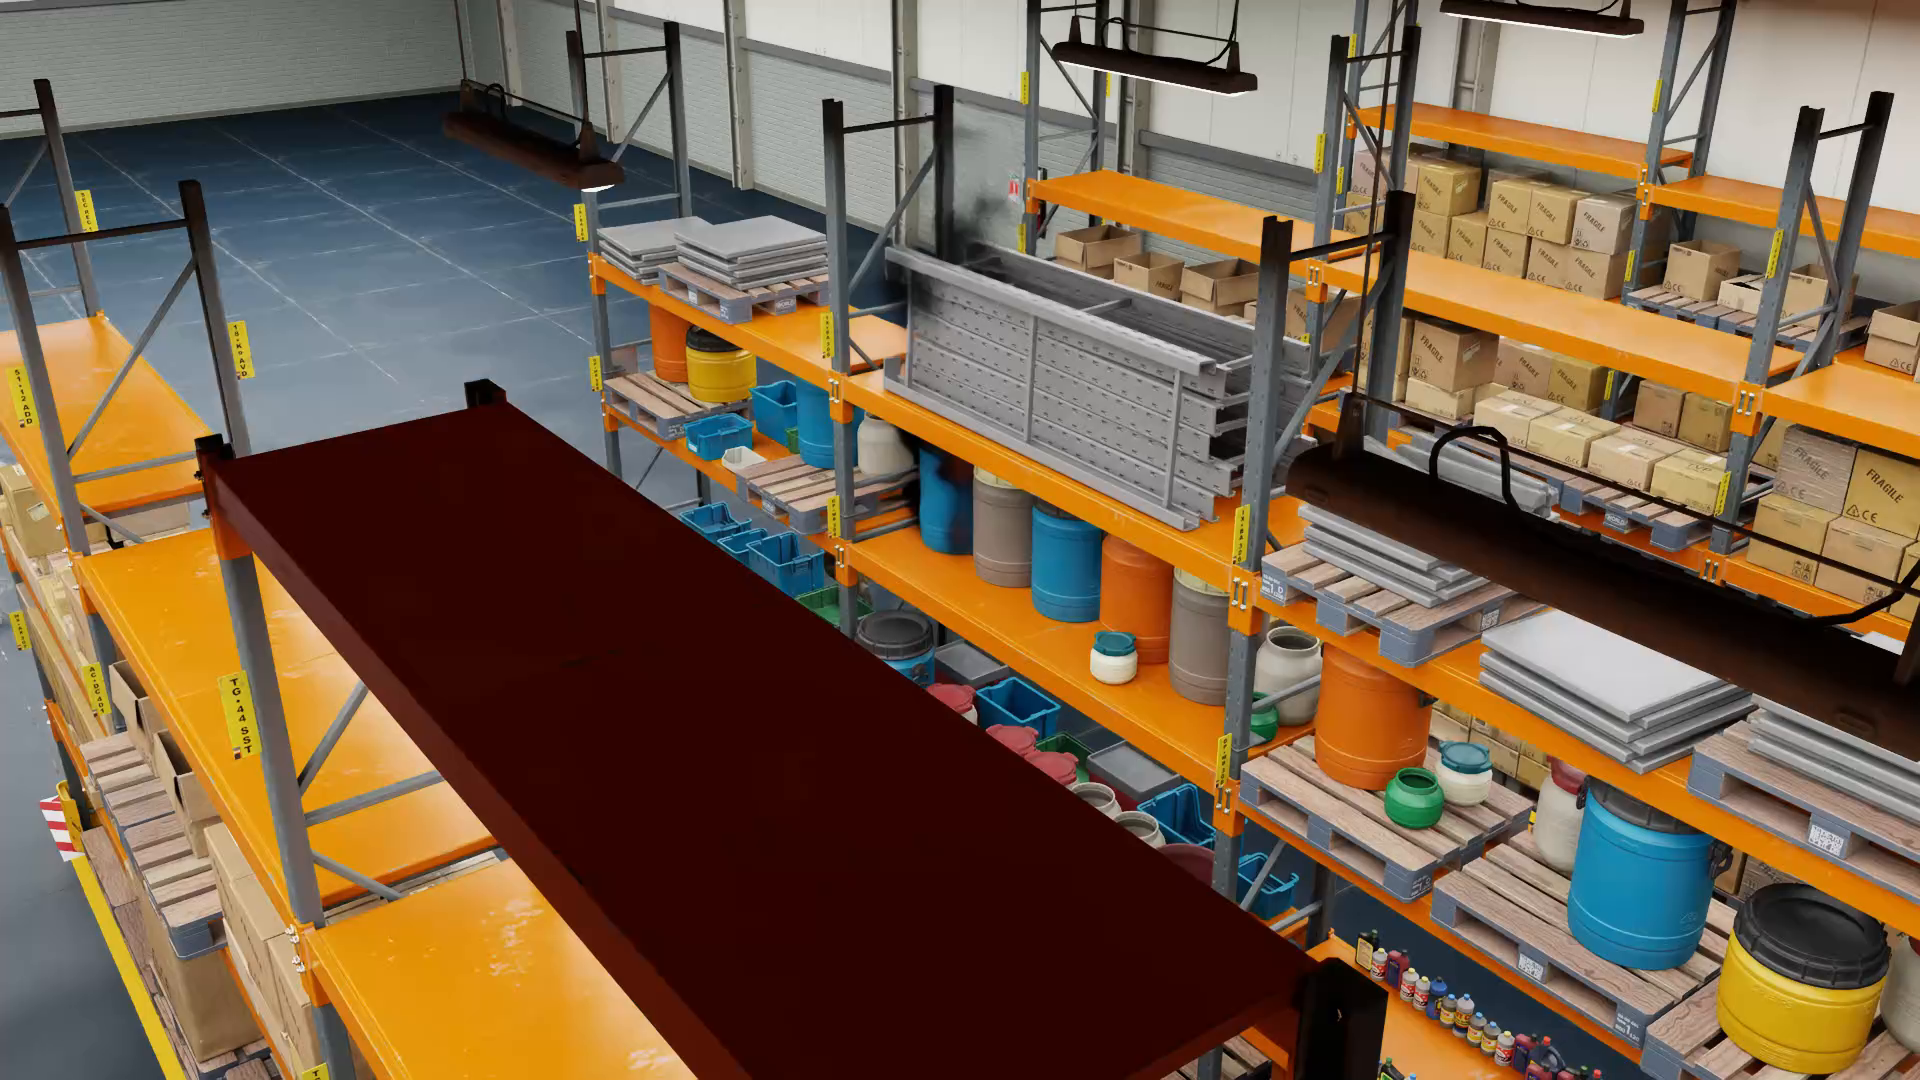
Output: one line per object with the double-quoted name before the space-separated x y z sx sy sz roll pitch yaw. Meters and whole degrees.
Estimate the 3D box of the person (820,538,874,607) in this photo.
"person" -1.134 -0.042 16.584 0.741 1.741 0.691 -21 32 -38
